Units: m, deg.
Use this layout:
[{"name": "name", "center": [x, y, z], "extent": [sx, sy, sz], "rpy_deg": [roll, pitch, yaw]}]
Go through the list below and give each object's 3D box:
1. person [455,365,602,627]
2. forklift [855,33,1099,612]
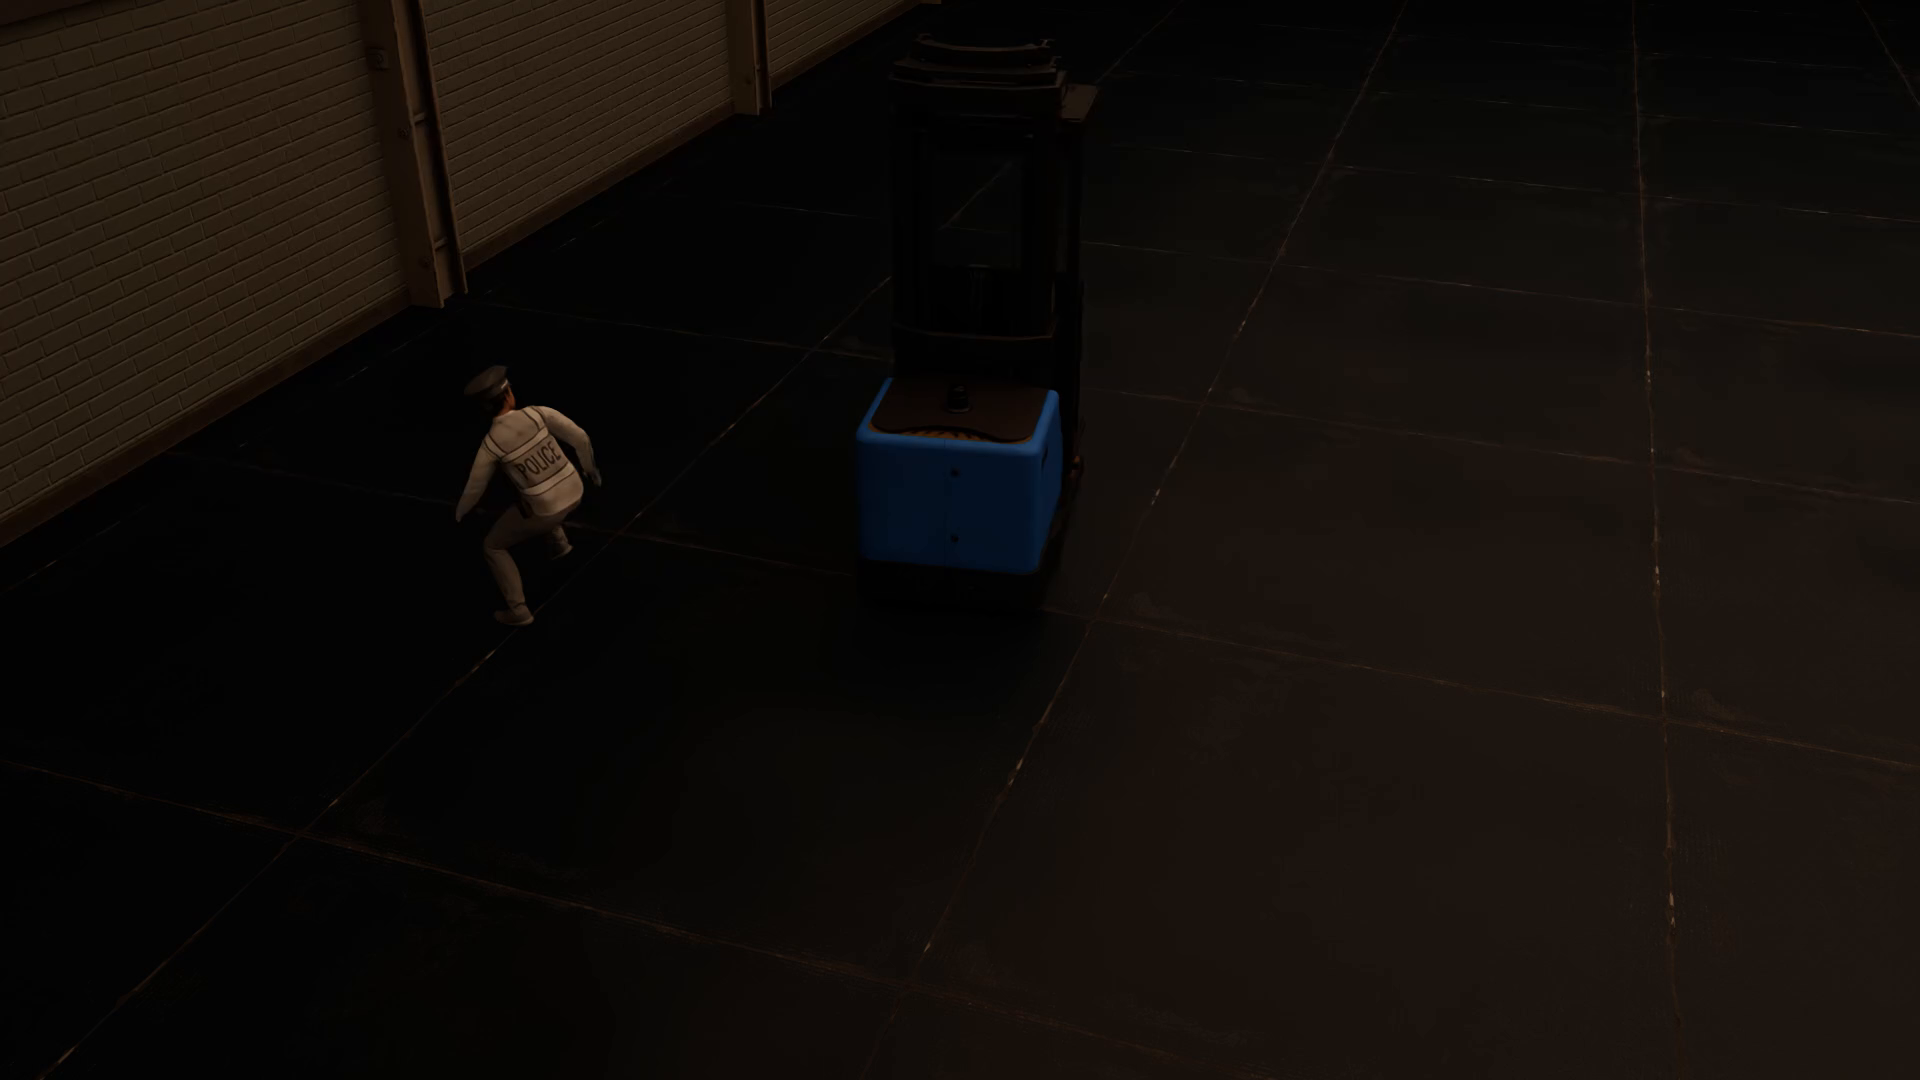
[{"name": "person", "center": [-2.393, -0.291, 9.200], "extent": [0.633, 1.456, 0.740], "rpy_deg": [22, 36, 33]}, {"name": "forklift", "center": [0.198, -1.586, 9.919], "extent": [1.130, 2.935, 3.031], "rpy_deg": [5, 30, 9]}]
